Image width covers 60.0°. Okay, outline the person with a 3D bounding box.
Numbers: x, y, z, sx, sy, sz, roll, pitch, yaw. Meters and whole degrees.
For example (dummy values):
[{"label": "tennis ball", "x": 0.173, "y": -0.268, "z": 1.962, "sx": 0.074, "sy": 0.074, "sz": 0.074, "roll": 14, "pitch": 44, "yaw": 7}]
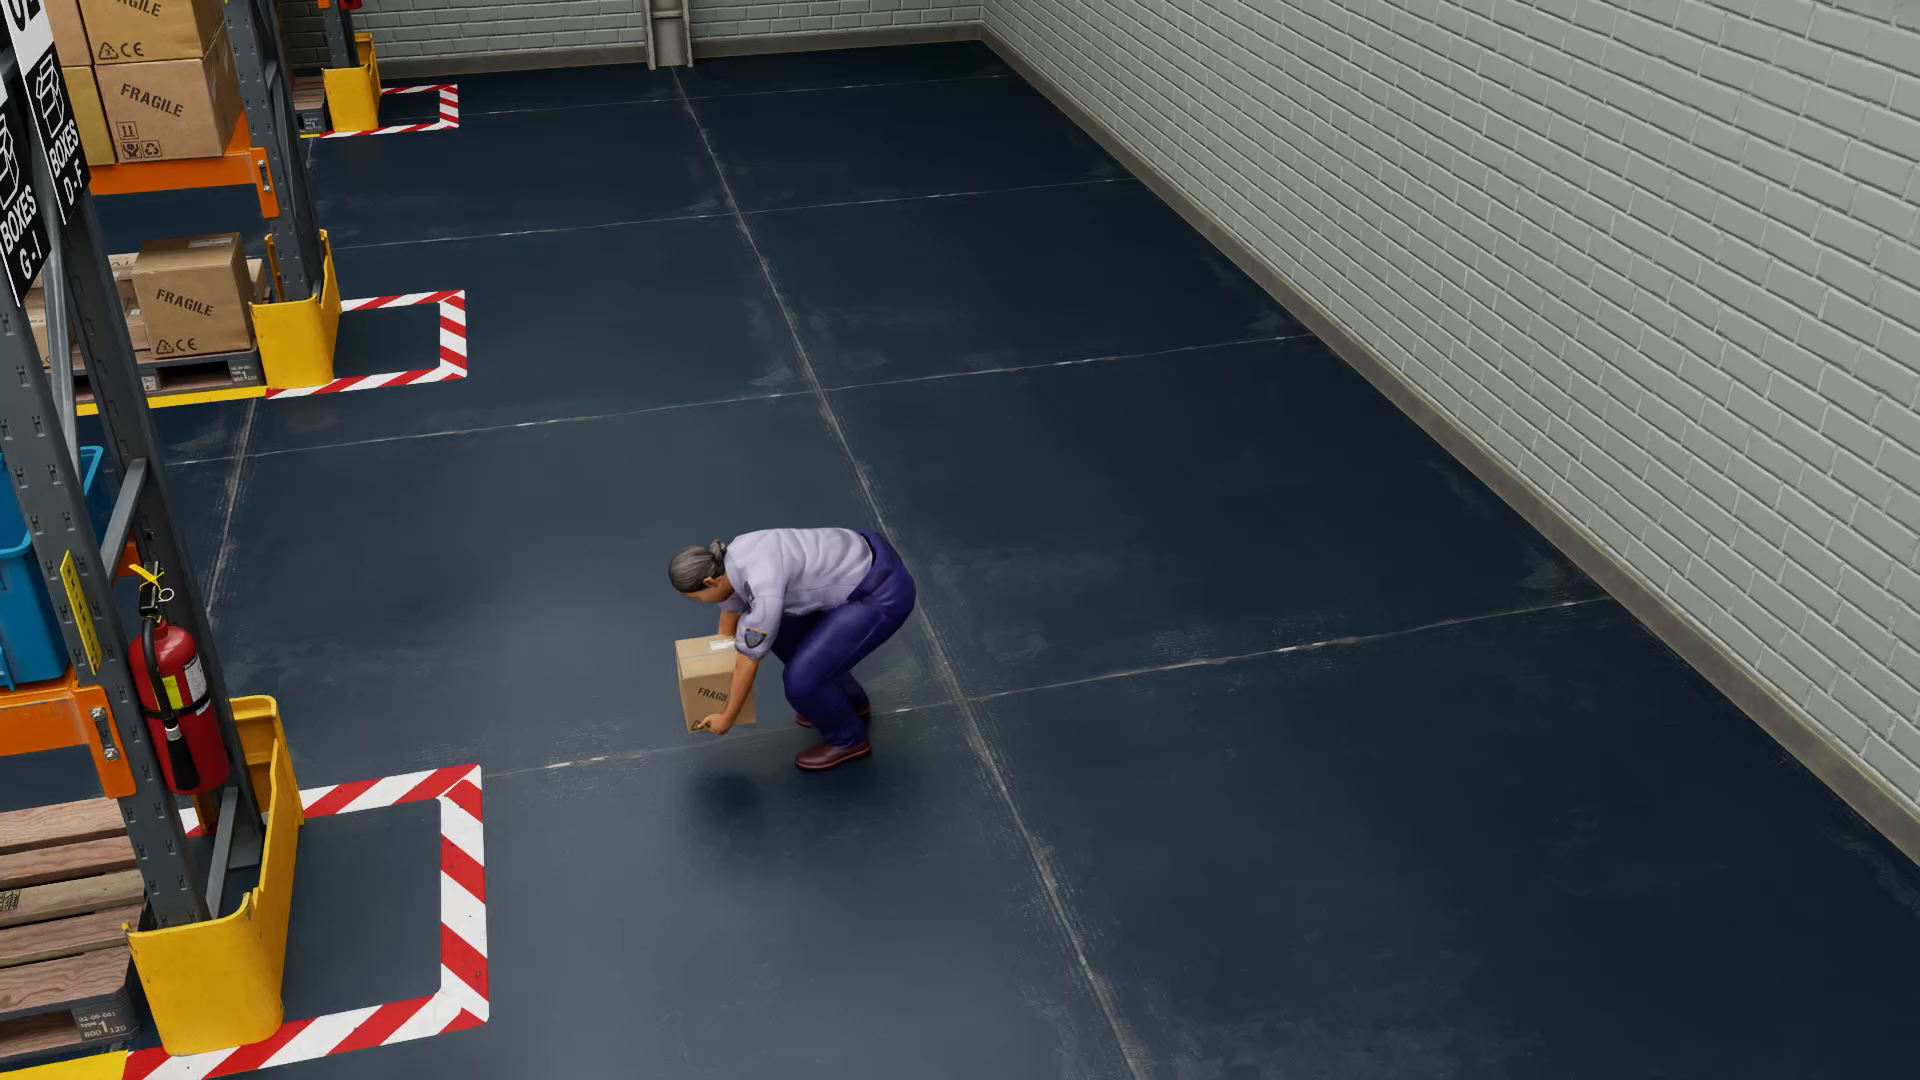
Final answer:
[{"label": "person", "x": -0.639, "y": 0.376, "z": 6.174, "sx": 0.828, "sy": 0.975, "sz": 0.507, "roll": -9, "pitch": 32, "yaw": -15}]
